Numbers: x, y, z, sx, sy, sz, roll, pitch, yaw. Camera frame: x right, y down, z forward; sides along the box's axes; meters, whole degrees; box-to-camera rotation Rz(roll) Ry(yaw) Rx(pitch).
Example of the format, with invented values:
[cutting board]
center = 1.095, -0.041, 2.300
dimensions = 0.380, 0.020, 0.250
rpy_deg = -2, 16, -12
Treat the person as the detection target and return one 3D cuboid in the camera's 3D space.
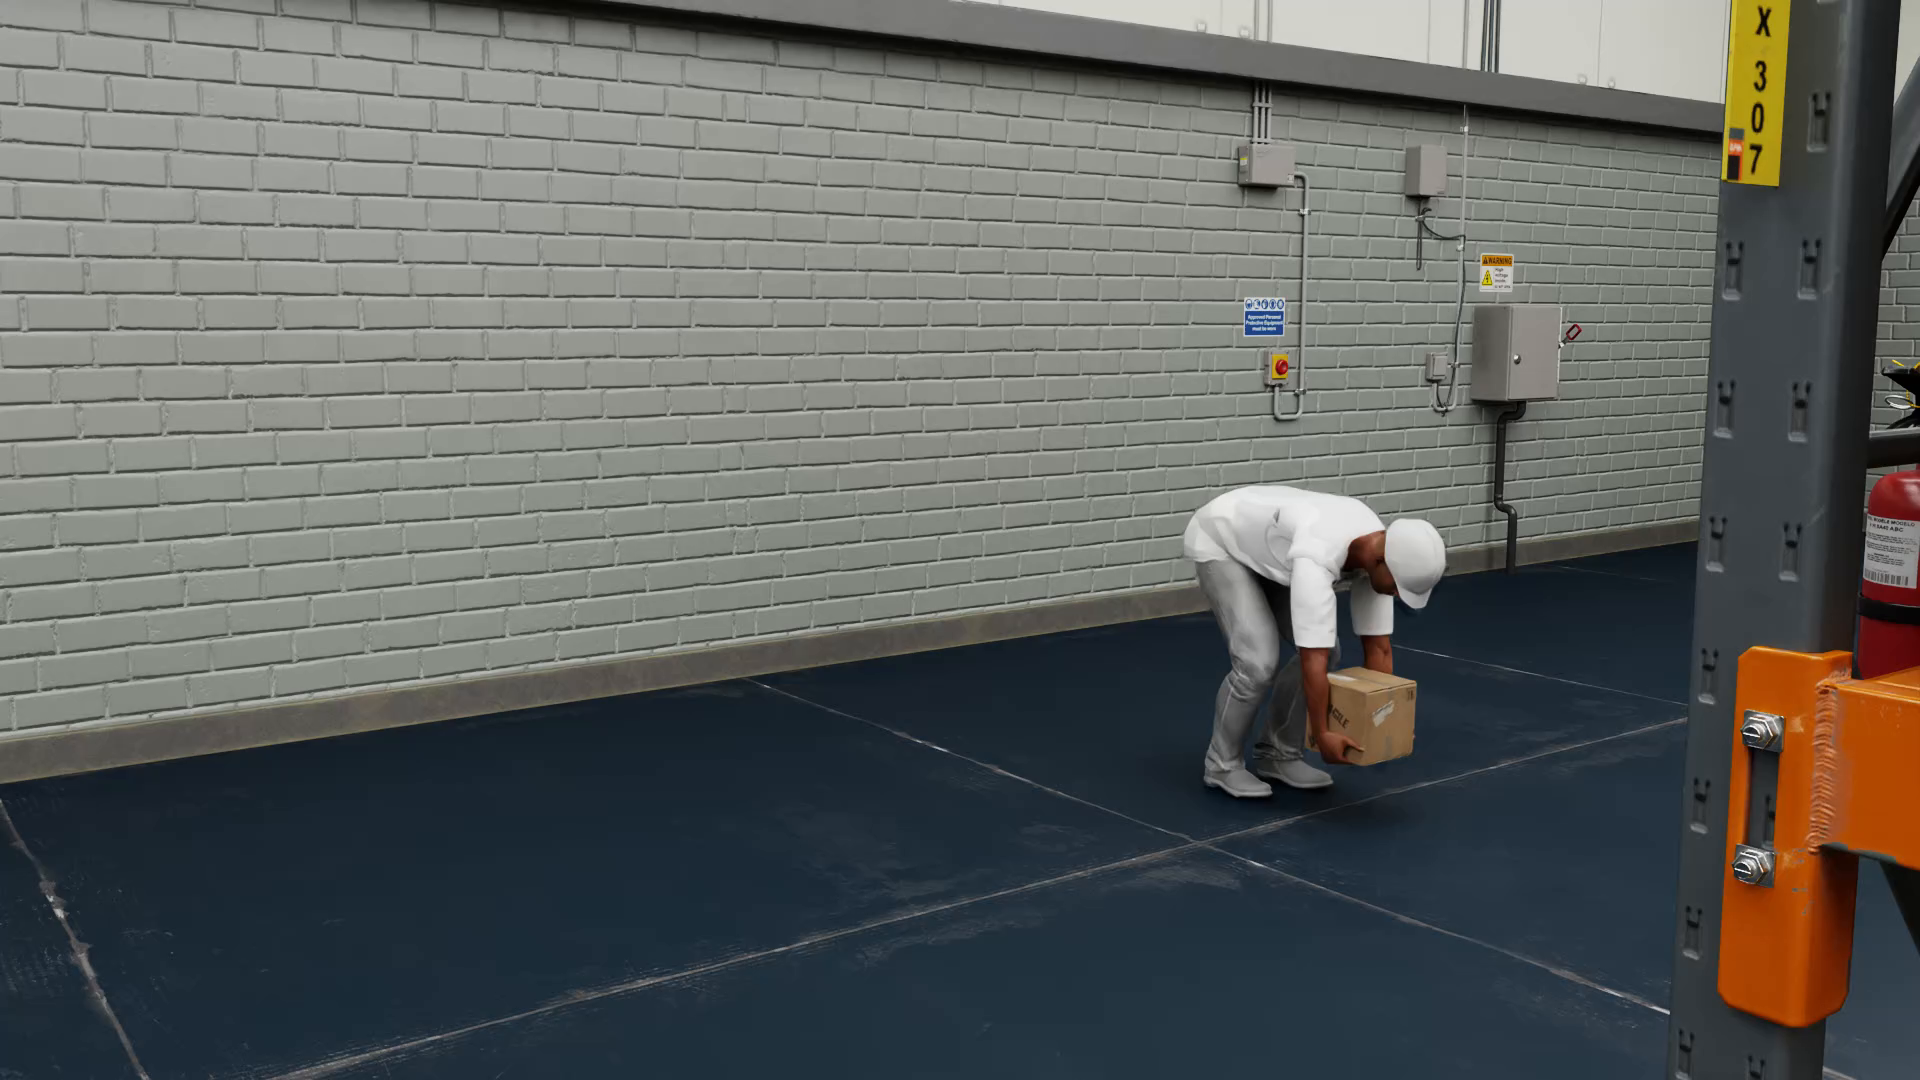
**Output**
[person]
center = 1.206, 0.360, 5.651
dimensions = 0.491, 1.065, 0.982
rpy_deg = -6, 10, -38
